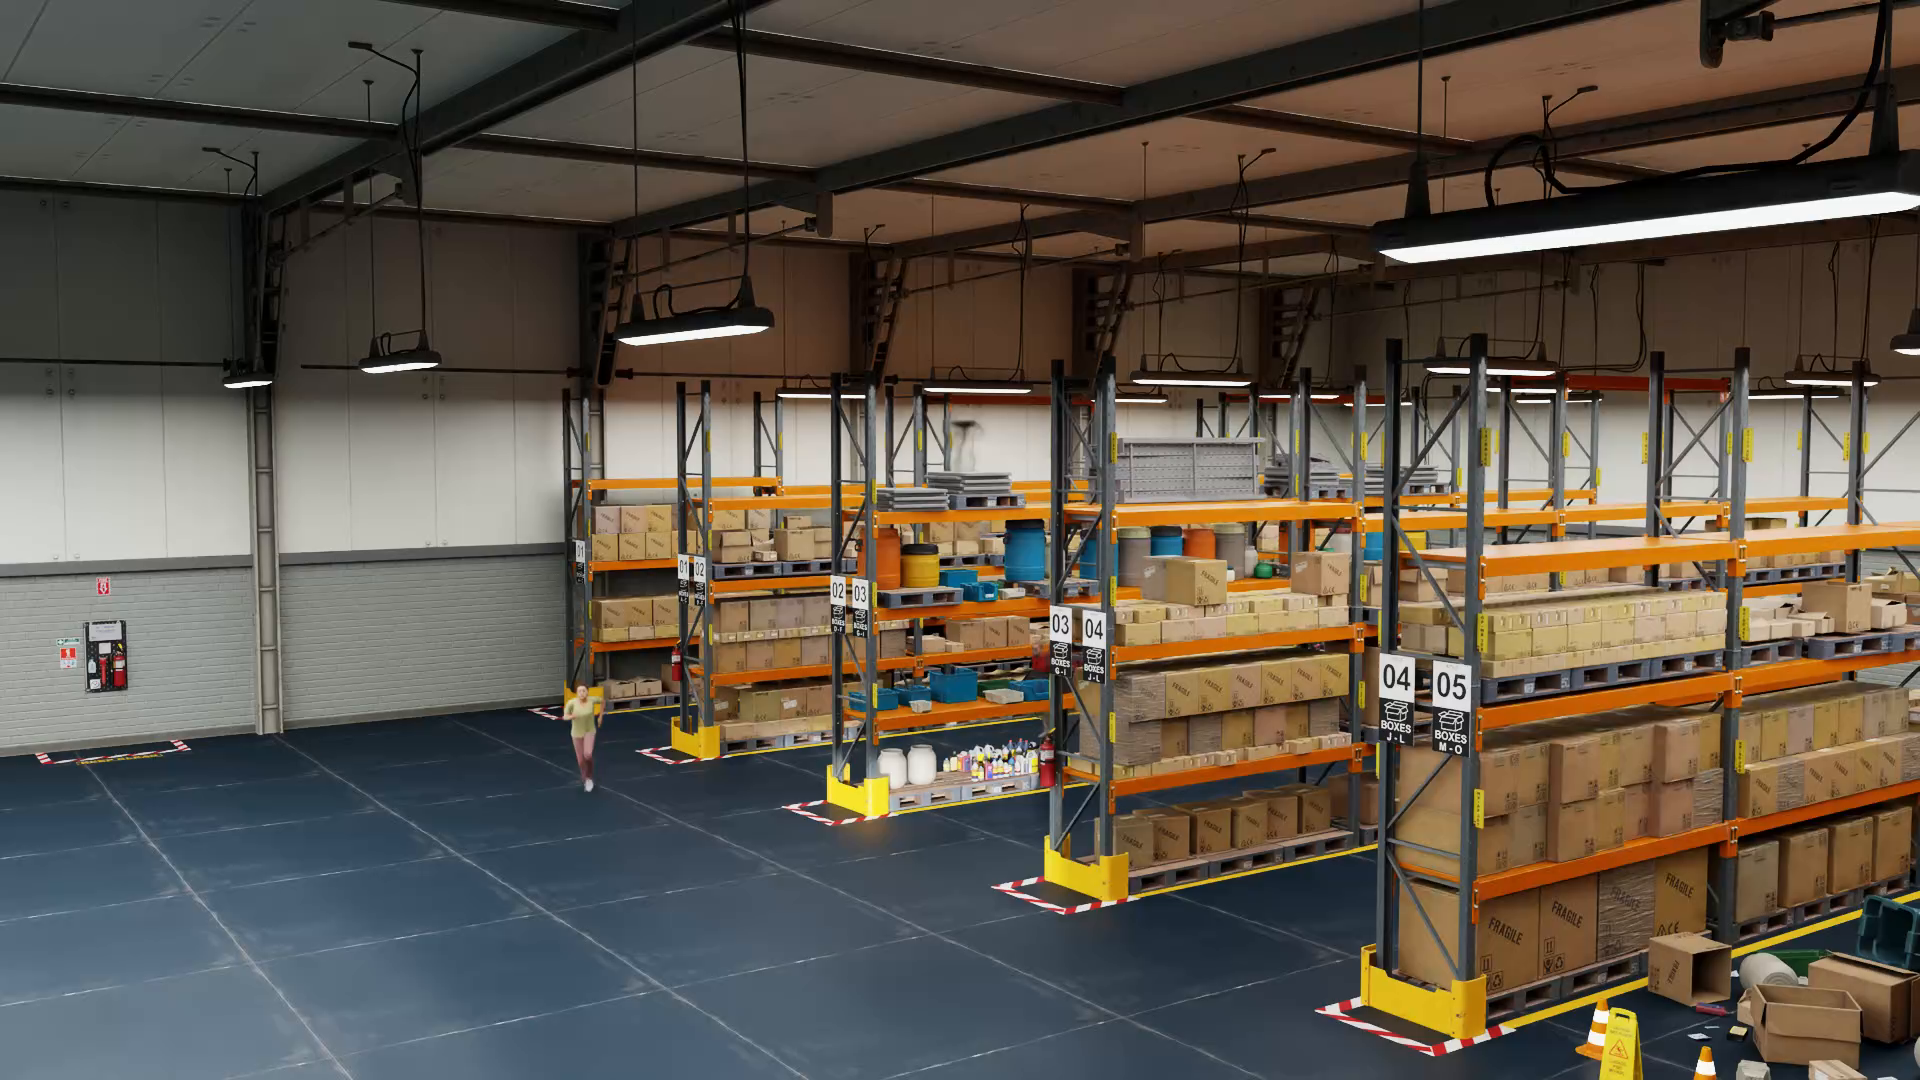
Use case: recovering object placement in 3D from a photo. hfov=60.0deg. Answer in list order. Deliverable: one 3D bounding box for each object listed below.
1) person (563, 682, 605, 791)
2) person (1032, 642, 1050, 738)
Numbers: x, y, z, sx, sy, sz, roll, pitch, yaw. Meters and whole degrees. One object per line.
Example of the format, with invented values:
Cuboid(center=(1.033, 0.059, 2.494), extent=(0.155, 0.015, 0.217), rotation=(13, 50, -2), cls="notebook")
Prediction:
Cuboid(center=(-5.385, 2.803, 23.858), extent=(0.561, 1.587, 0.842), rotation=(0, 4, -4), cls="person")
Cuboid(center=(1.474, 2.544, 28.292), extent=(0.762, 1.660, 0.655), rotation=(-4, 5, -45), cls="person")
